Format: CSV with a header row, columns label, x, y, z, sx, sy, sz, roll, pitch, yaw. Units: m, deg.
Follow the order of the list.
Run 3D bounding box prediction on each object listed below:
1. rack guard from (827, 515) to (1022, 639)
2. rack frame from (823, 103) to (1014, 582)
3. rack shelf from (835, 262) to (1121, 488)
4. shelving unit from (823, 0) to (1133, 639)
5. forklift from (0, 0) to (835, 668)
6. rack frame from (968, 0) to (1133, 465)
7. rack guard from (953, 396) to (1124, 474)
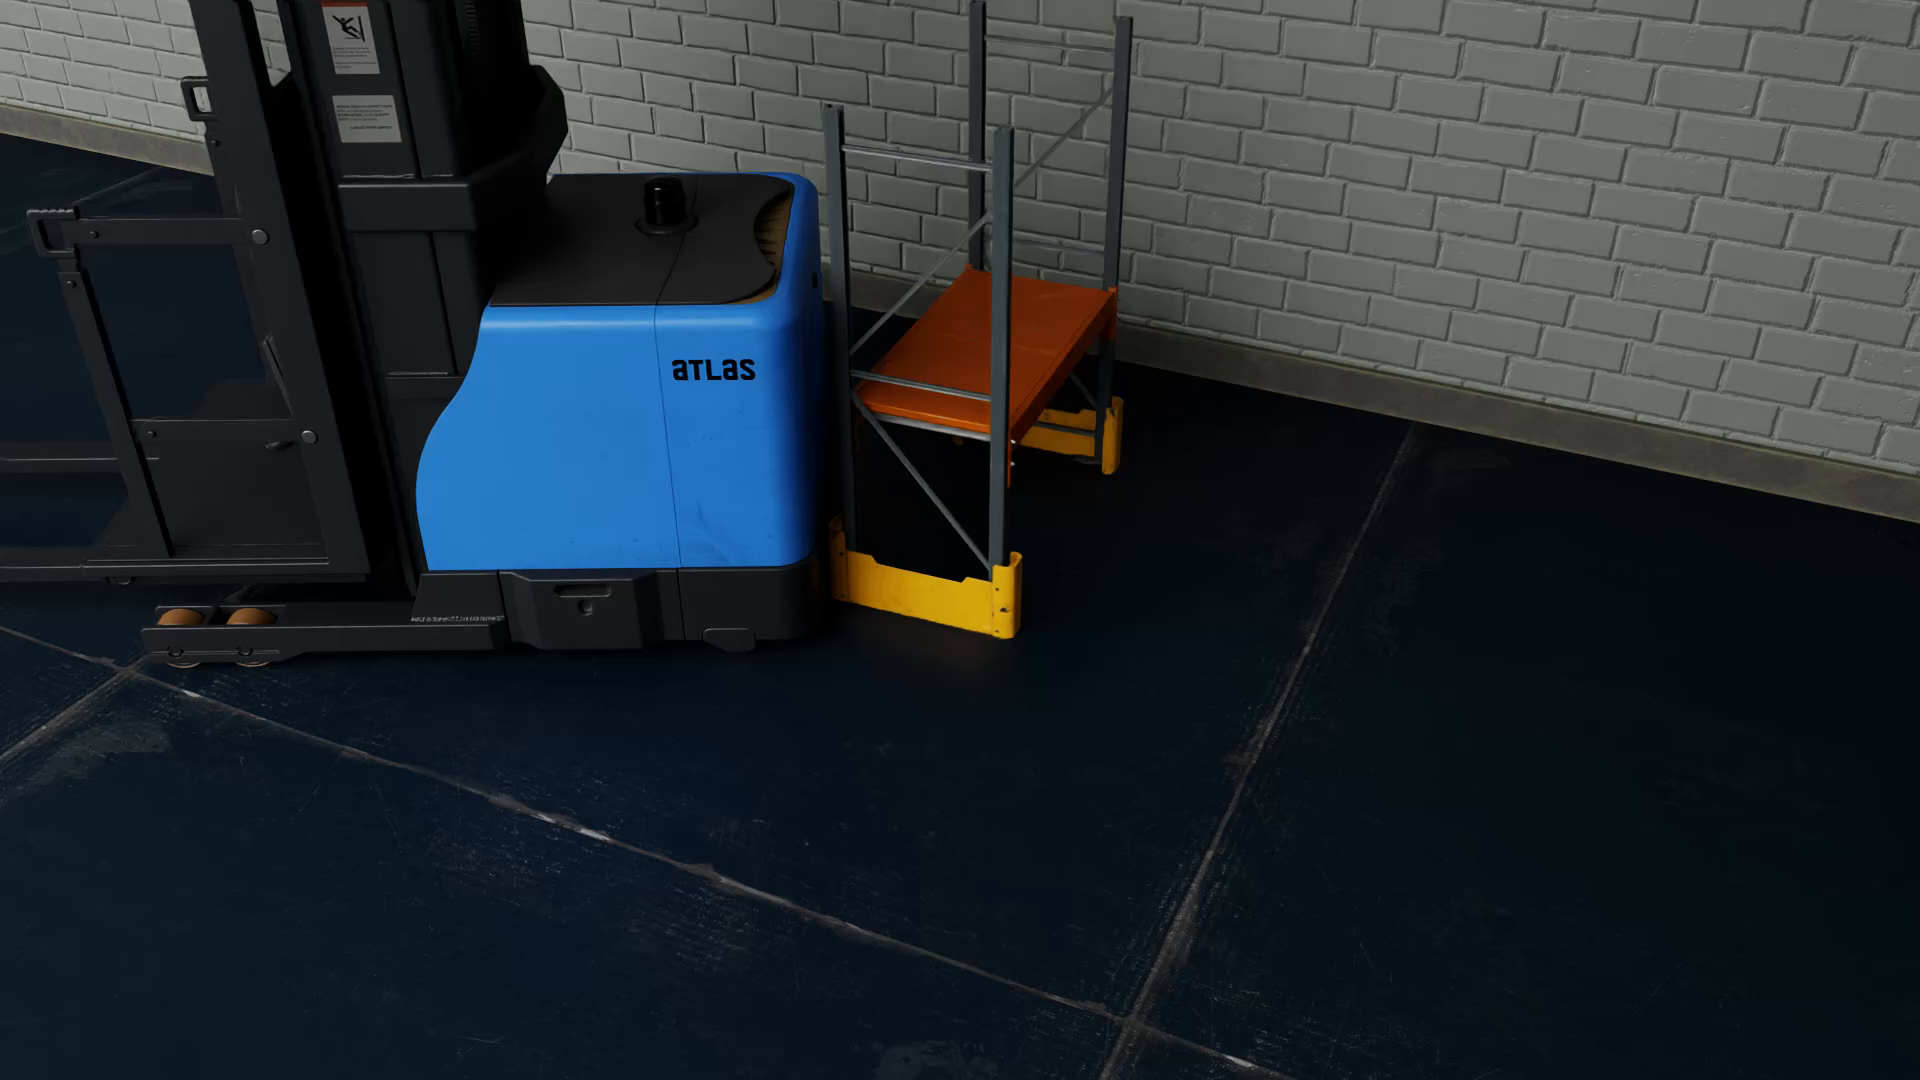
label,x,y,z,sx,sy,sz,roll,pitch,yaw
rack guard,-0.105,0.106,4.861,0.587,0.250,0.087,12,35,18
rack frame,-0.106,-0.416,4.517,0.500,1.500,0.032,12,35,18
rack shelf,0.080,-0.525,5.011,0.538,0.185,1.000,12,35,18
shelving unit,0.077,-0.671,4.906,0.587,1.500,1.083,12,35,18
forklift,-1.919,-1.158,4.343,3.031,2.935,1.130,-1,33,-1
rack frame,0.266,-0.935,5.308,0.500,1.500,0.032,12,35,18
rack guard,0.259,-0.403,5.636,0.587,0.250,0.087,12,35,18
